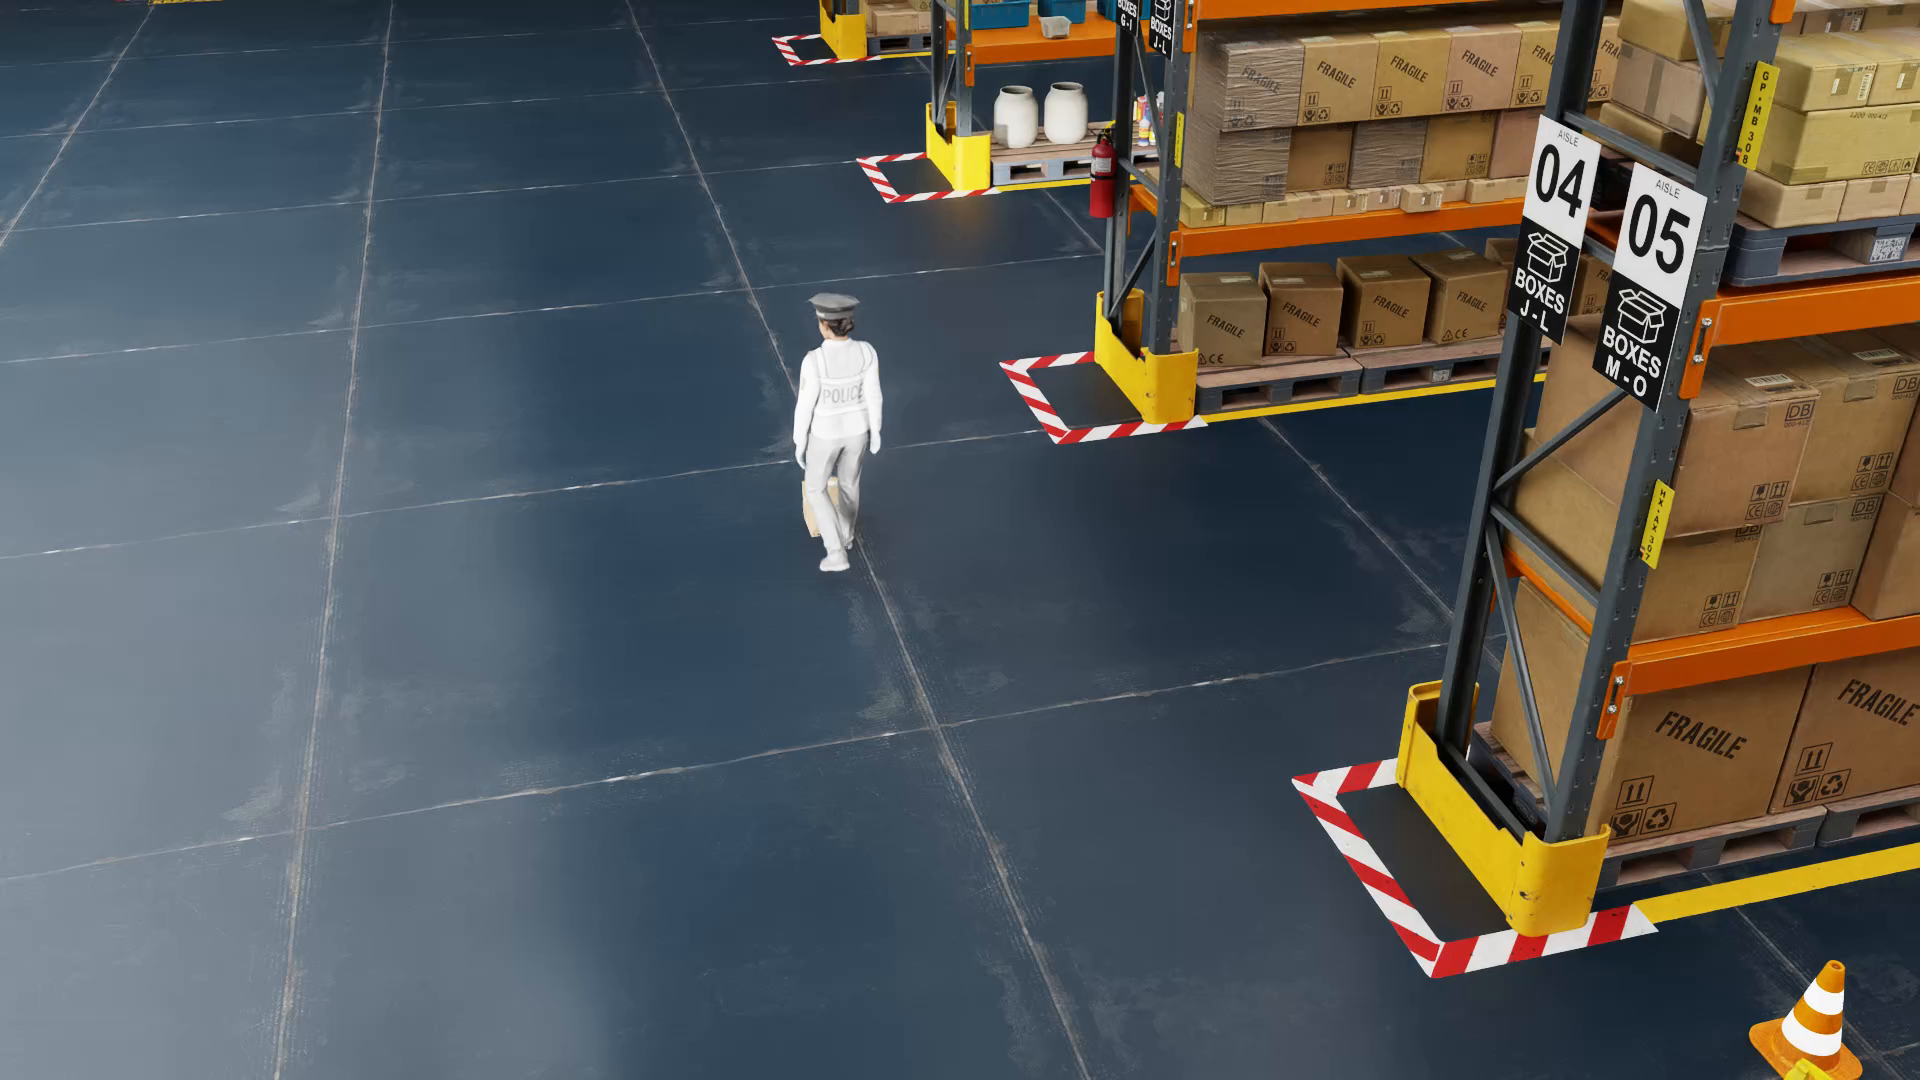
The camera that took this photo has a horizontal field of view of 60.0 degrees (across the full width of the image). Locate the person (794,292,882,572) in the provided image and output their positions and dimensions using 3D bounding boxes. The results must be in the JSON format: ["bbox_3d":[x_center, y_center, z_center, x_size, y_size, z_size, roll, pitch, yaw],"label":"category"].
[{"bbox_3d":[-0.692,-0.598,9.224,0.513,1.643,0.718,-13,33,-21],"label":"person"}]
